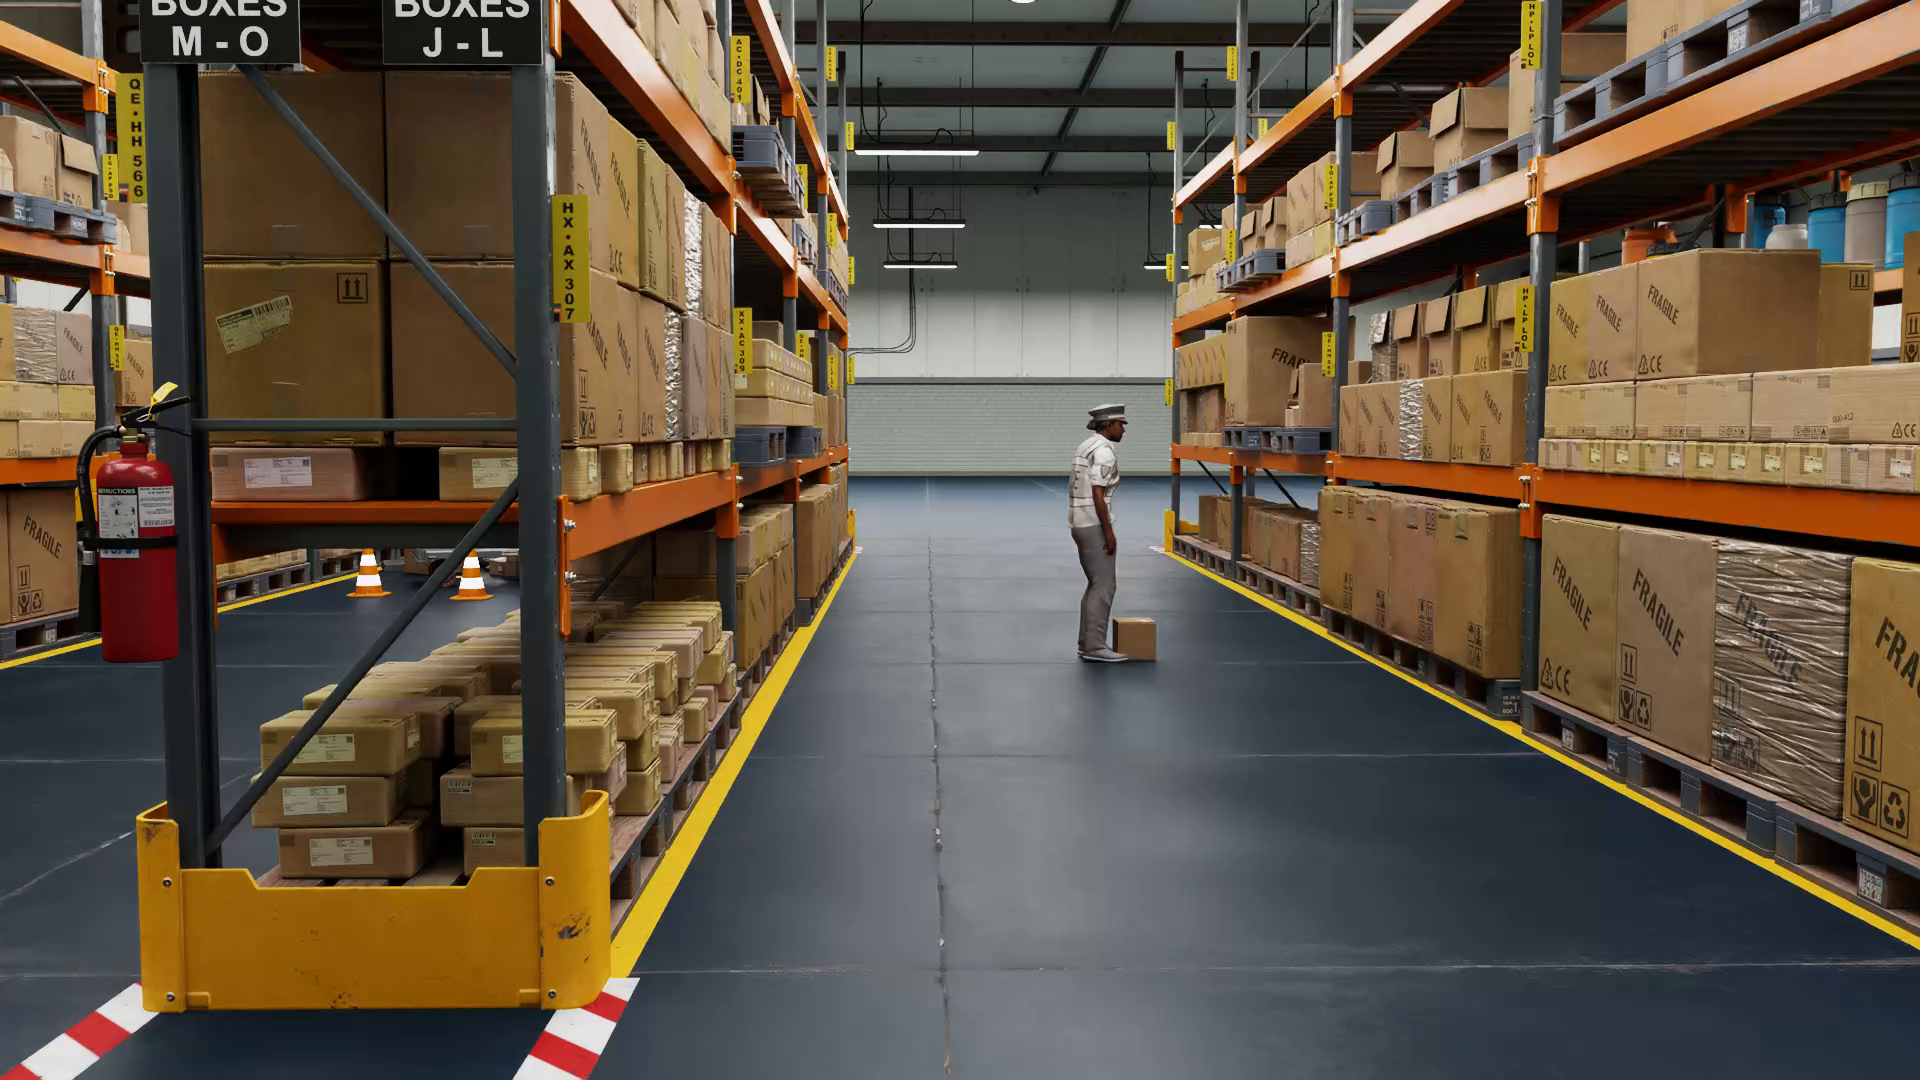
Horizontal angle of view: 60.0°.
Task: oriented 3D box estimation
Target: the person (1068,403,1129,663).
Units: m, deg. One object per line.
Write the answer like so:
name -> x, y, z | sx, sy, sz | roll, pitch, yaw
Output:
person -> 0.905, -0.058, 10.820 | 0.391, 1.664, 0.531 | 0, 4, -4
